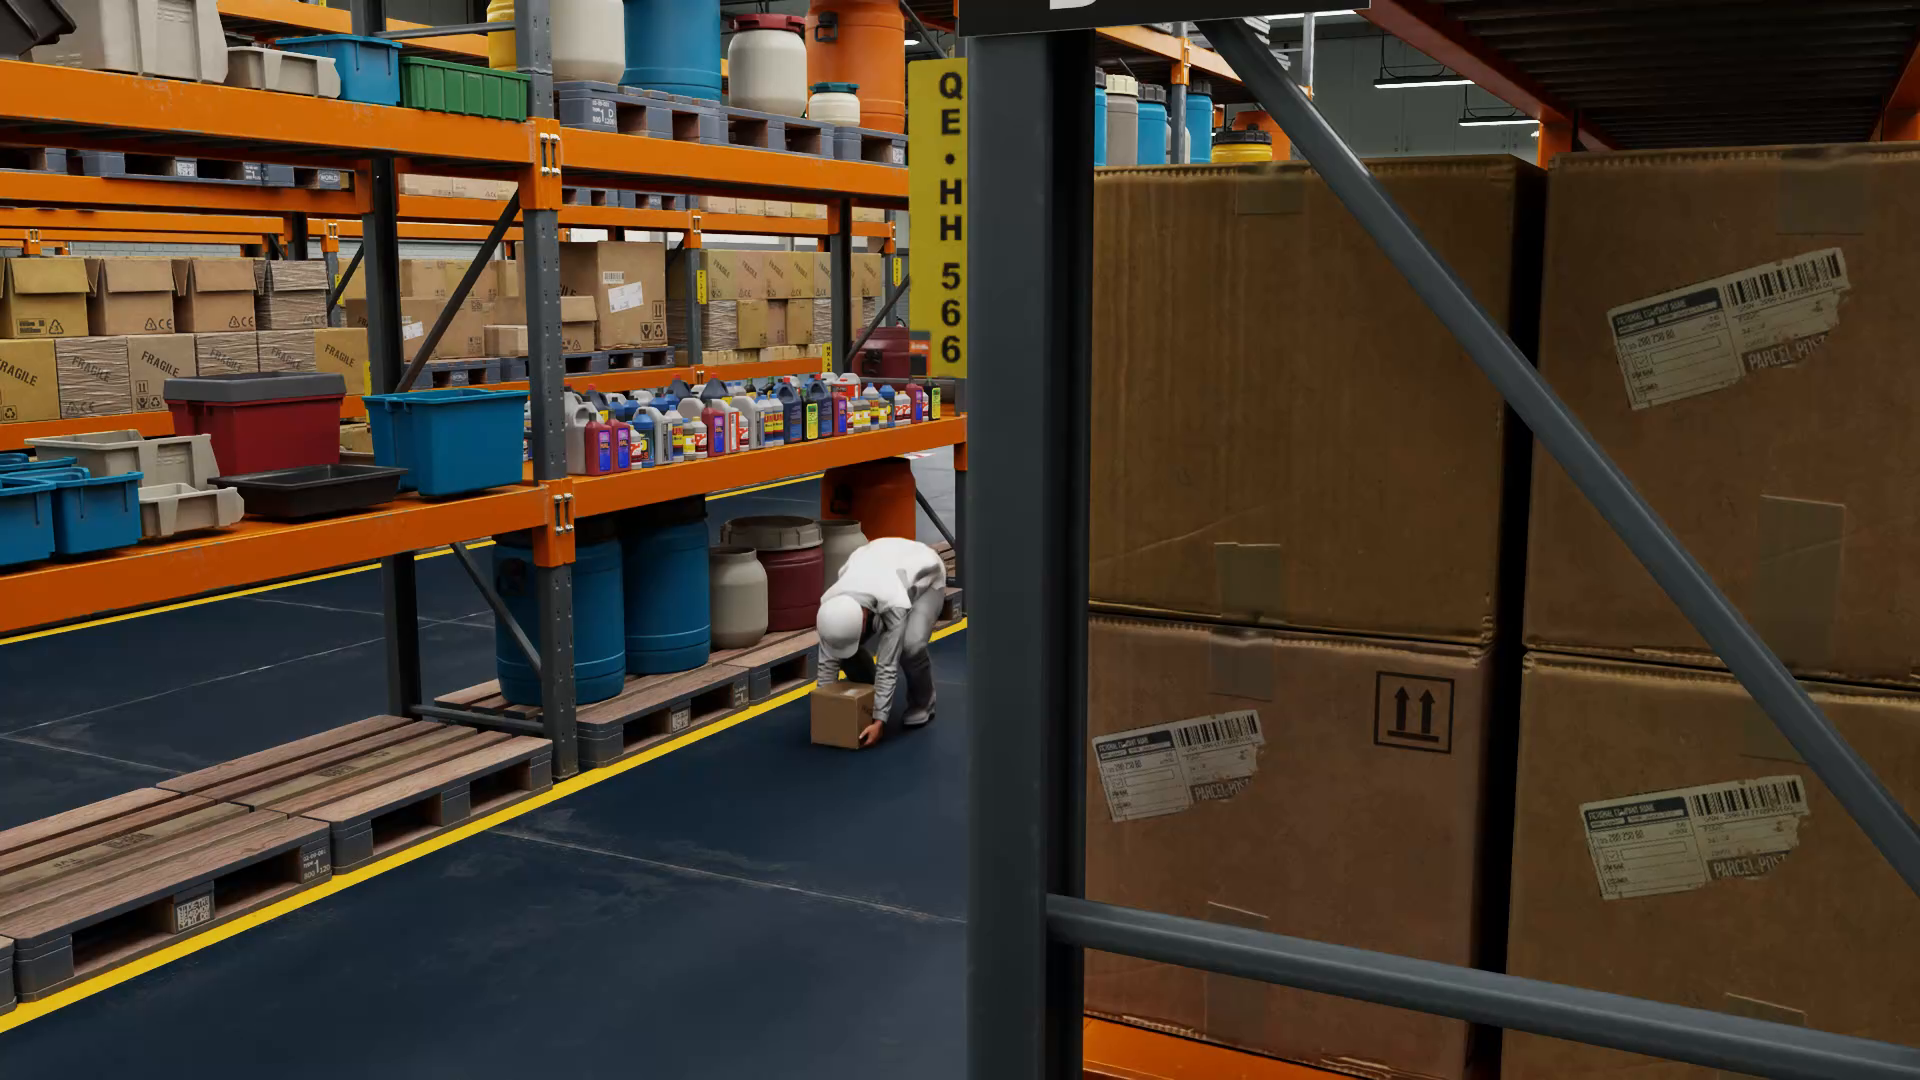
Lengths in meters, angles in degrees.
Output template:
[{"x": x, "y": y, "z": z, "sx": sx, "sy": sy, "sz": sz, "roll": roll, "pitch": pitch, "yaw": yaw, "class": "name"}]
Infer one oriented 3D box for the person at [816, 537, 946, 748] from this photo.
[{"x": -0.405, "y": 0.475, "z": 8.068, "sx": 0.519, "sy": 0.915, "sz": 1.000, "roll": 4, "pitch": 10, "yaw": 24, "class": "person"}]
